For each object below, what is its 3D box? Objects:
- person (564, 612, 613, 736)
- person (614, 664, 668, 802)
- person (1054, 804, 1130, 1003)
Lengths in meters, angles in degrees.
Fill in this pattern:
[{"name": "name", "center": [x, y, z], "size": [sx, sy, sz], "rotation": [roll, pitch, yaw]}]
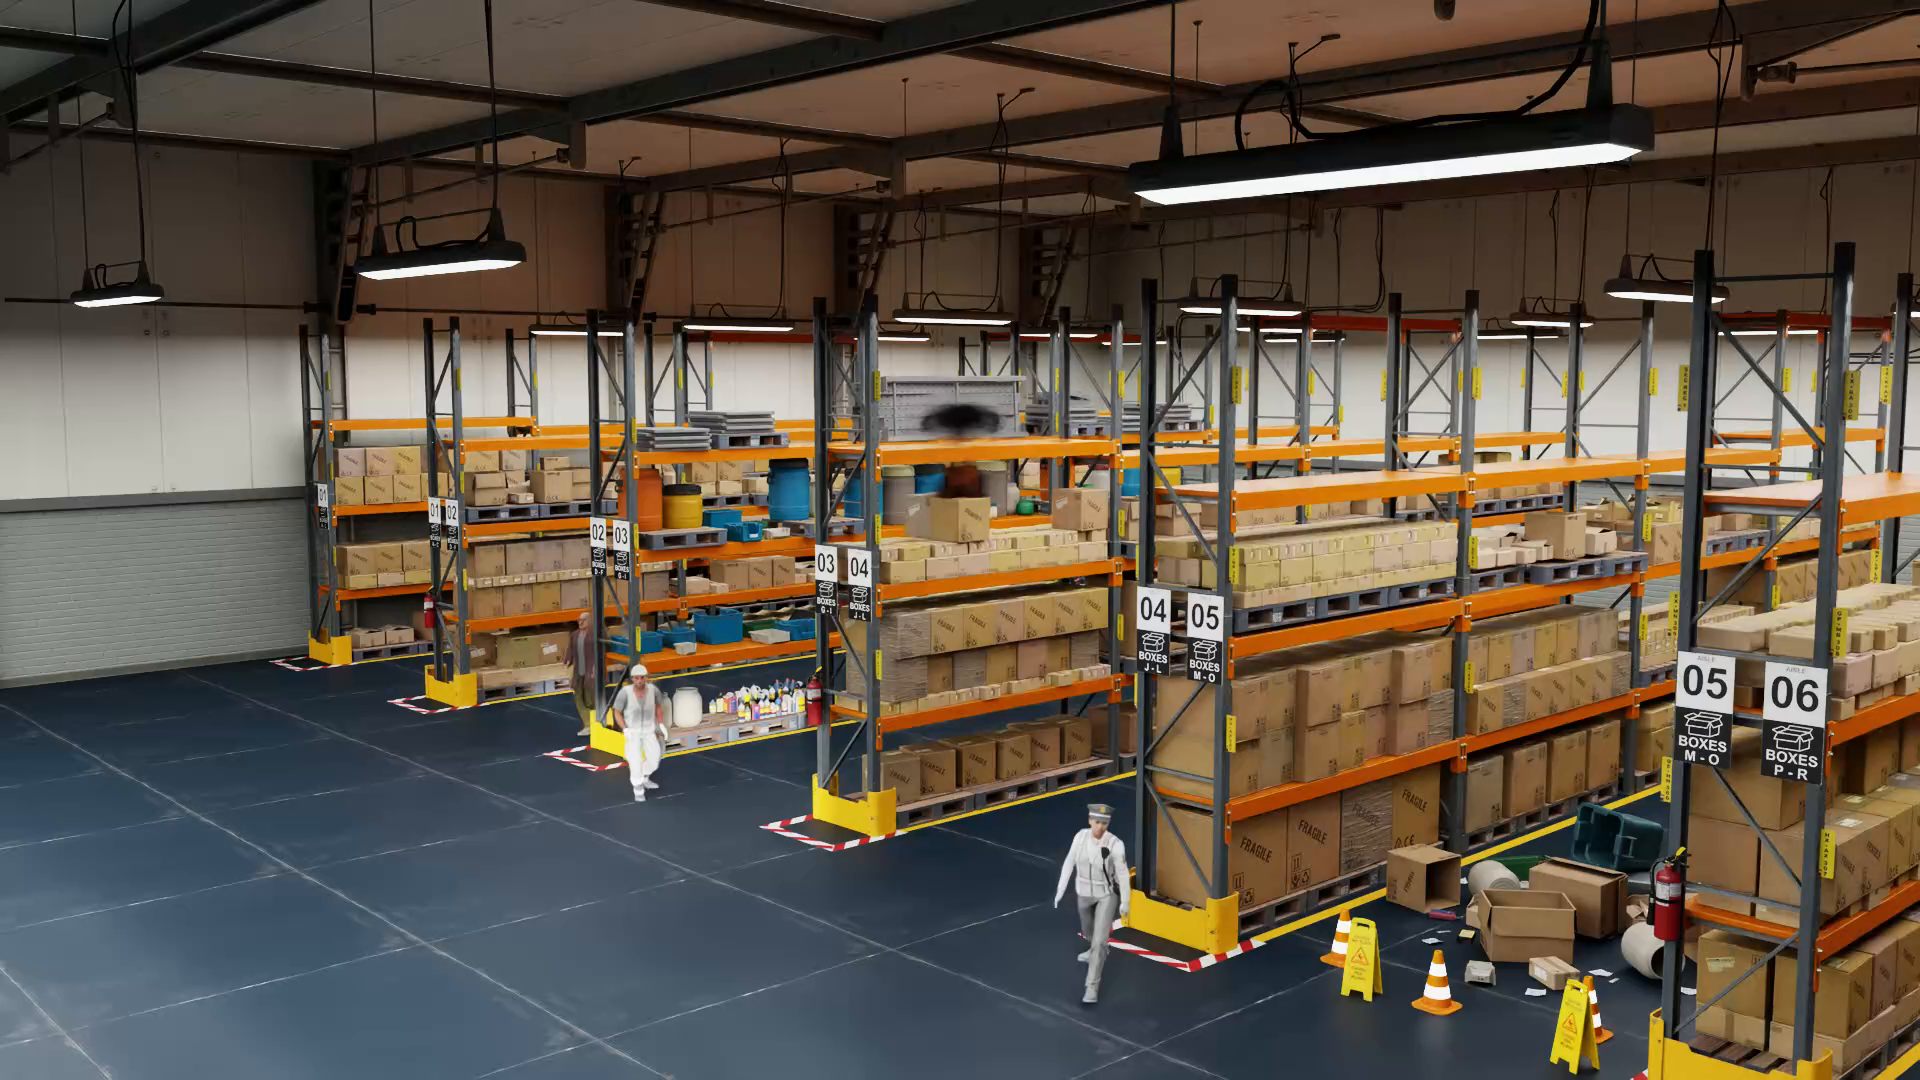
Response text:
[{"name": "person", "center": [-5.321, 1.894, 23.820], "size": [0.717, 1.748, 0.661], "rotation": [2, 6, 22]}, {"name": "person", "center": [-3.863, 2.300, 19.974], "size": [0.640, 1.714, 0.792], "rotation": [-3, 7, -27]}, {"name": "person", "center": [1.152, 2.942, 13.921], "size": [0.595, 1.613, 0.965], "rotation": [3, 6, 24]}]
